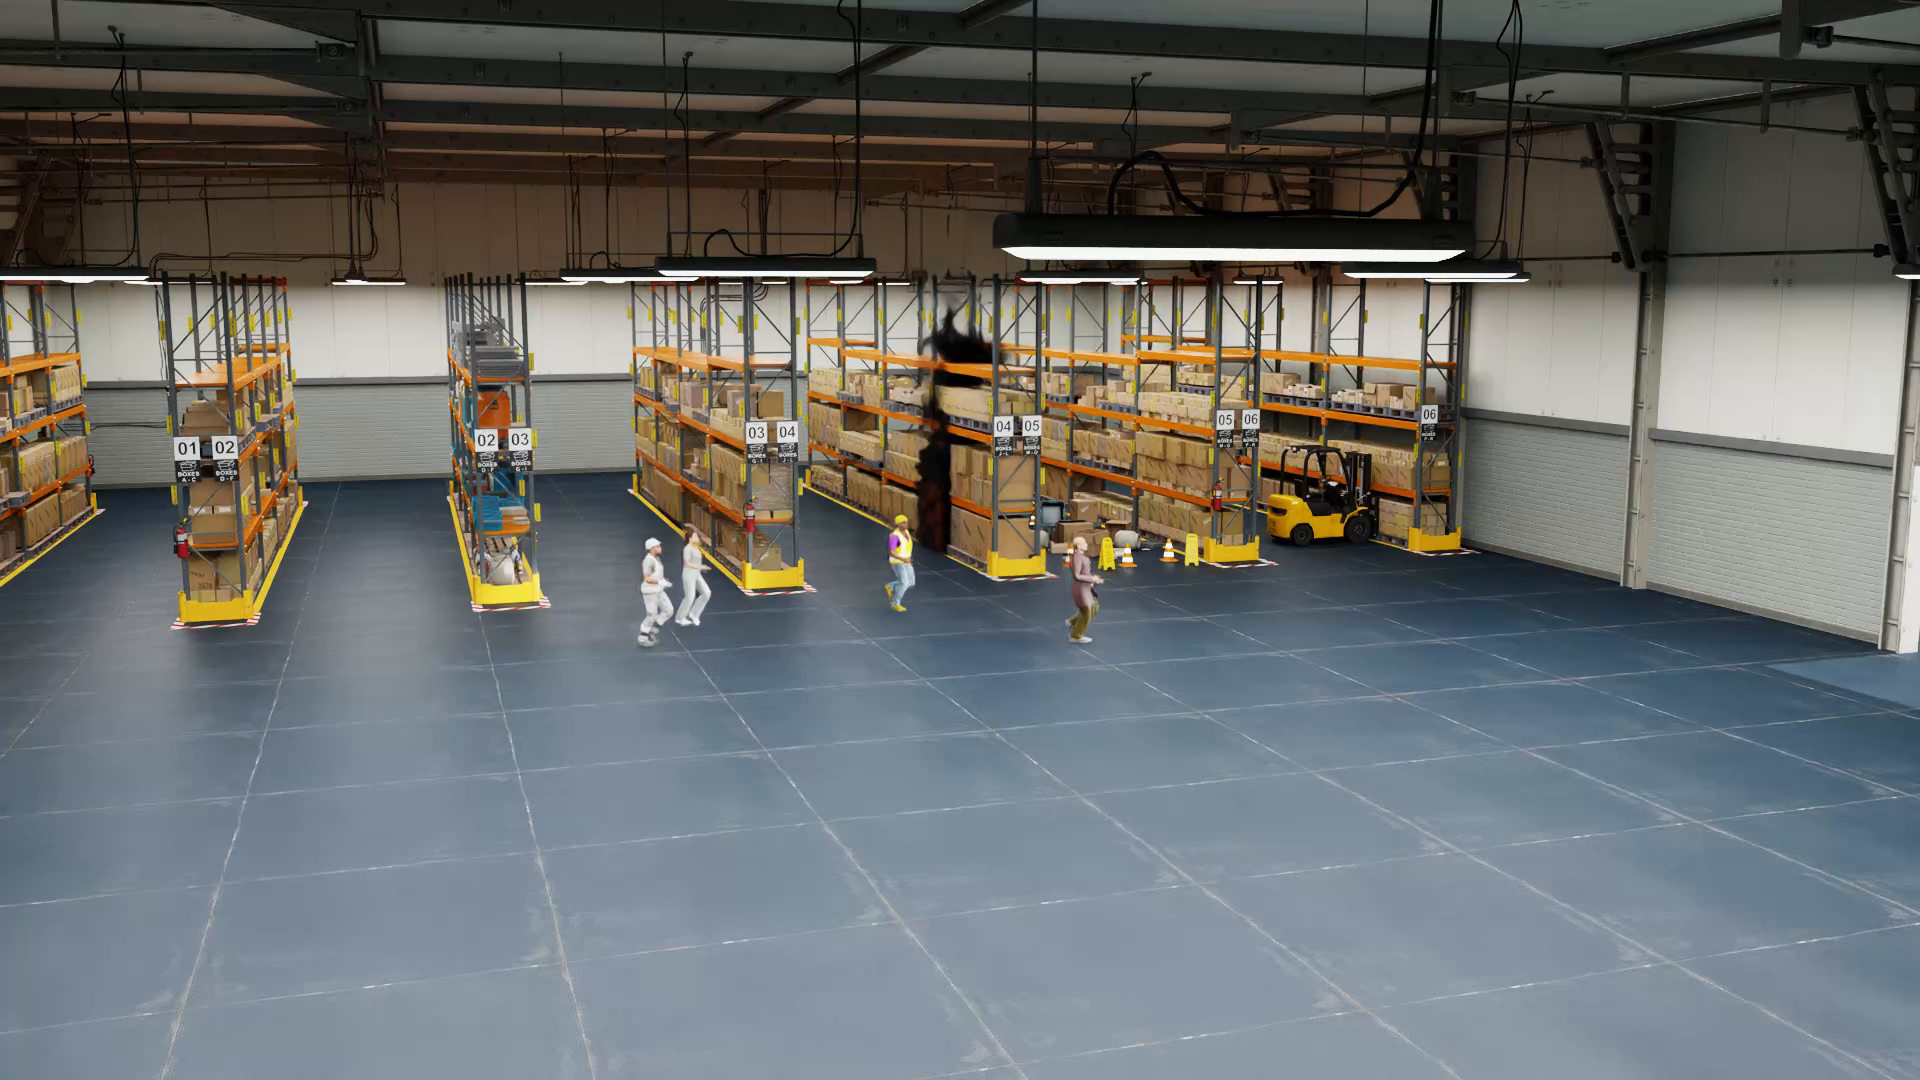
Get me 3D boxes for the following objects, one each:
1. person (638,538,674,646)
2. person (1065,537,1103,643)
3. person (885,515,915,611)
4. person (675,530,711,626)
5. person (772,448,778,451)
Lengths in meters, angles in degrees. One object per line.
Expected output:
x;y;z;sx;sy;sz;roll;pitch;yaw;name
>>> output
-4.879;0.839;26.667;0.652;1.754;0.635;1;9;10;person
2.018;0.808;26.959;0.649;1.730;0.702;2;9;10;person
-1.068;0.402;29.782;0.659;1.728;0.713;4;10;26;person
-4.538;0.654;28.333;0.681;1.688;0.582;2;9;16;person
-5.249;-2.162;46.652;0.693;1.720;0.588;-2;9;-10;person
